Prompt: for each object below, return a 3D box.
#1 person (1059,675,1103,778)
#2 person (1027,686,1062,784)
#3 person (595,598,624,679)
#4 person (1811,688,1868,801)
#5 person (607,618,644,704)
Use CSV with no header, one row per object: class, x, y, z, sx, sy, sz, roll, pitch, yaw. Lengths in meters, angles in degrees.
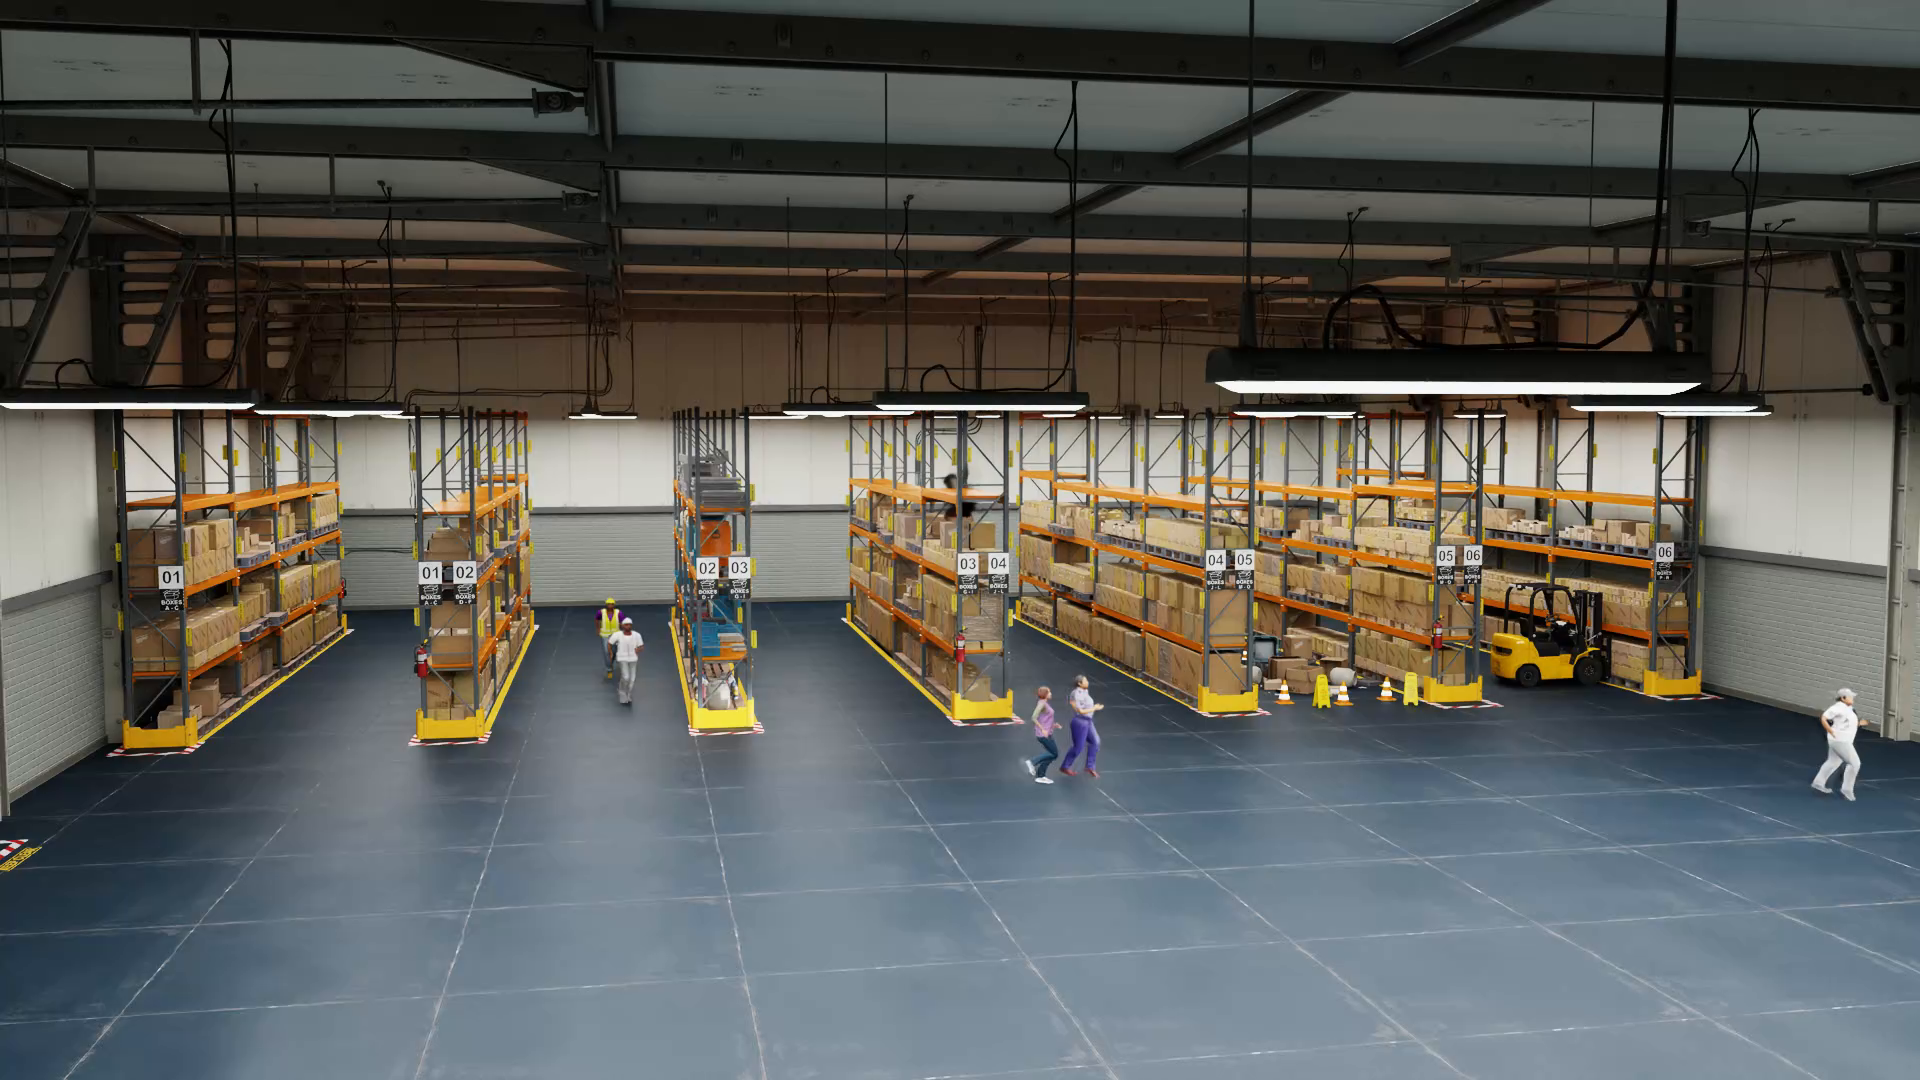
person,1.956,3.007,26.683,0.705,1.700,0.585,1,4,15
person,1.335,3.091,26.316,0.543,1.538,0.540,1,4,10
person,-7.870,2.176,37.455,0.643,1.773,0.970,-2,4,-21
person,13.420,3.117,25.347,0.733,1.727,0.573,3,5,34
person,-6.731,2.450,33.653,0.679,1.740,0.678,-2,5,-28
